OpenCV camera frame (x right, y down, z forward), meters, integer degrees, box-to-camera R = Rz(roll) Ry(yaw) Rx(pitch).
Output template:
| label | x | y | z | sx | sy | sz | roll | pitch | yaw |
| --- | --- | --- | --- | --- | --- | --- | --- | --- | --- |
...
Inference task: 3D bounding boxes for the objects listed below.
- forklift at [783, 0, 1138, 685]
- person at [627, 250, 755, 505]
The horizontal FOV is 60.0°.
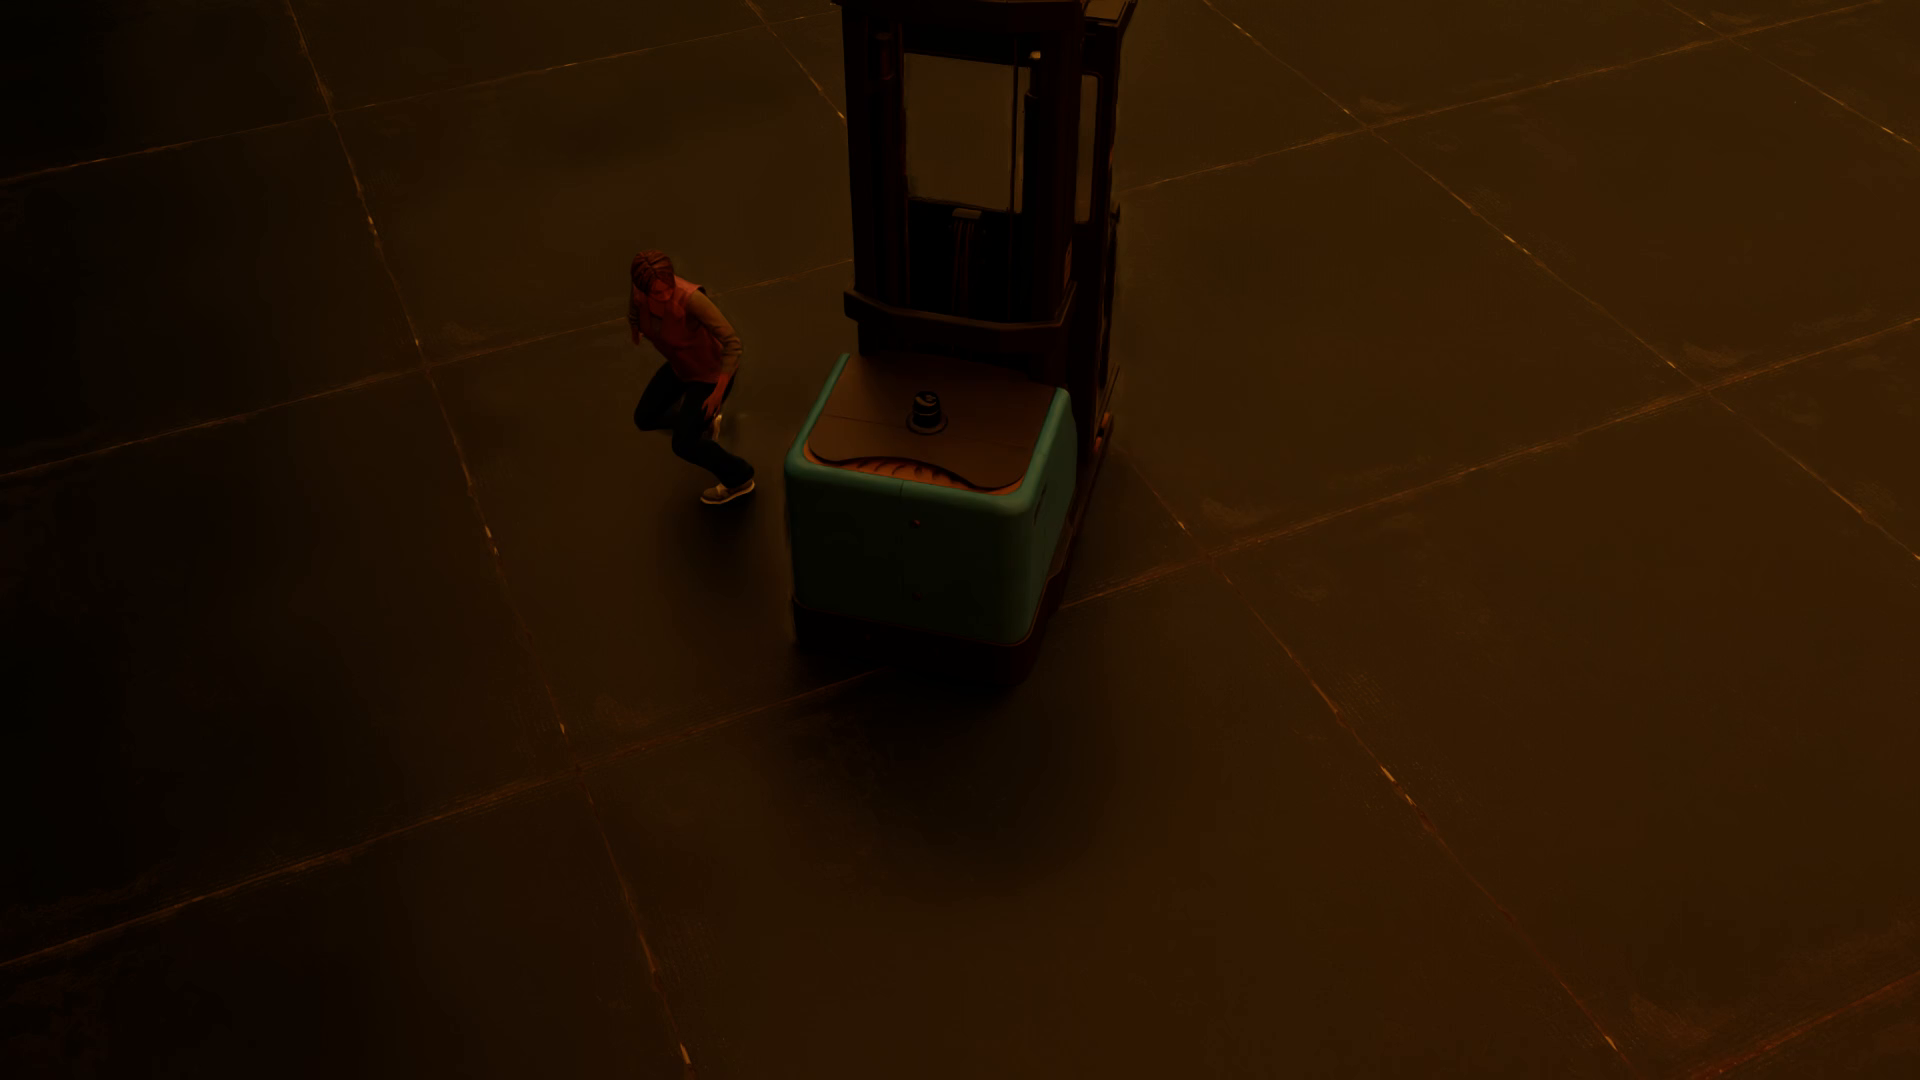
| label | x | y | z | sx | sy | sz | roll | pitch | yaw |
| --- | --- | --- | --- | --- | --- | --- | --- | --- | --- |
| forklift | 0.148 | -1.477 | 7.262 | 1.130 | 2.935 | 3.031 | 10 | 44 | 11 |
| person | -1.274 | -0.810 | 7.679 | 0.807 | 1.422 | 0.475 | 32 | 52 | 30 |
